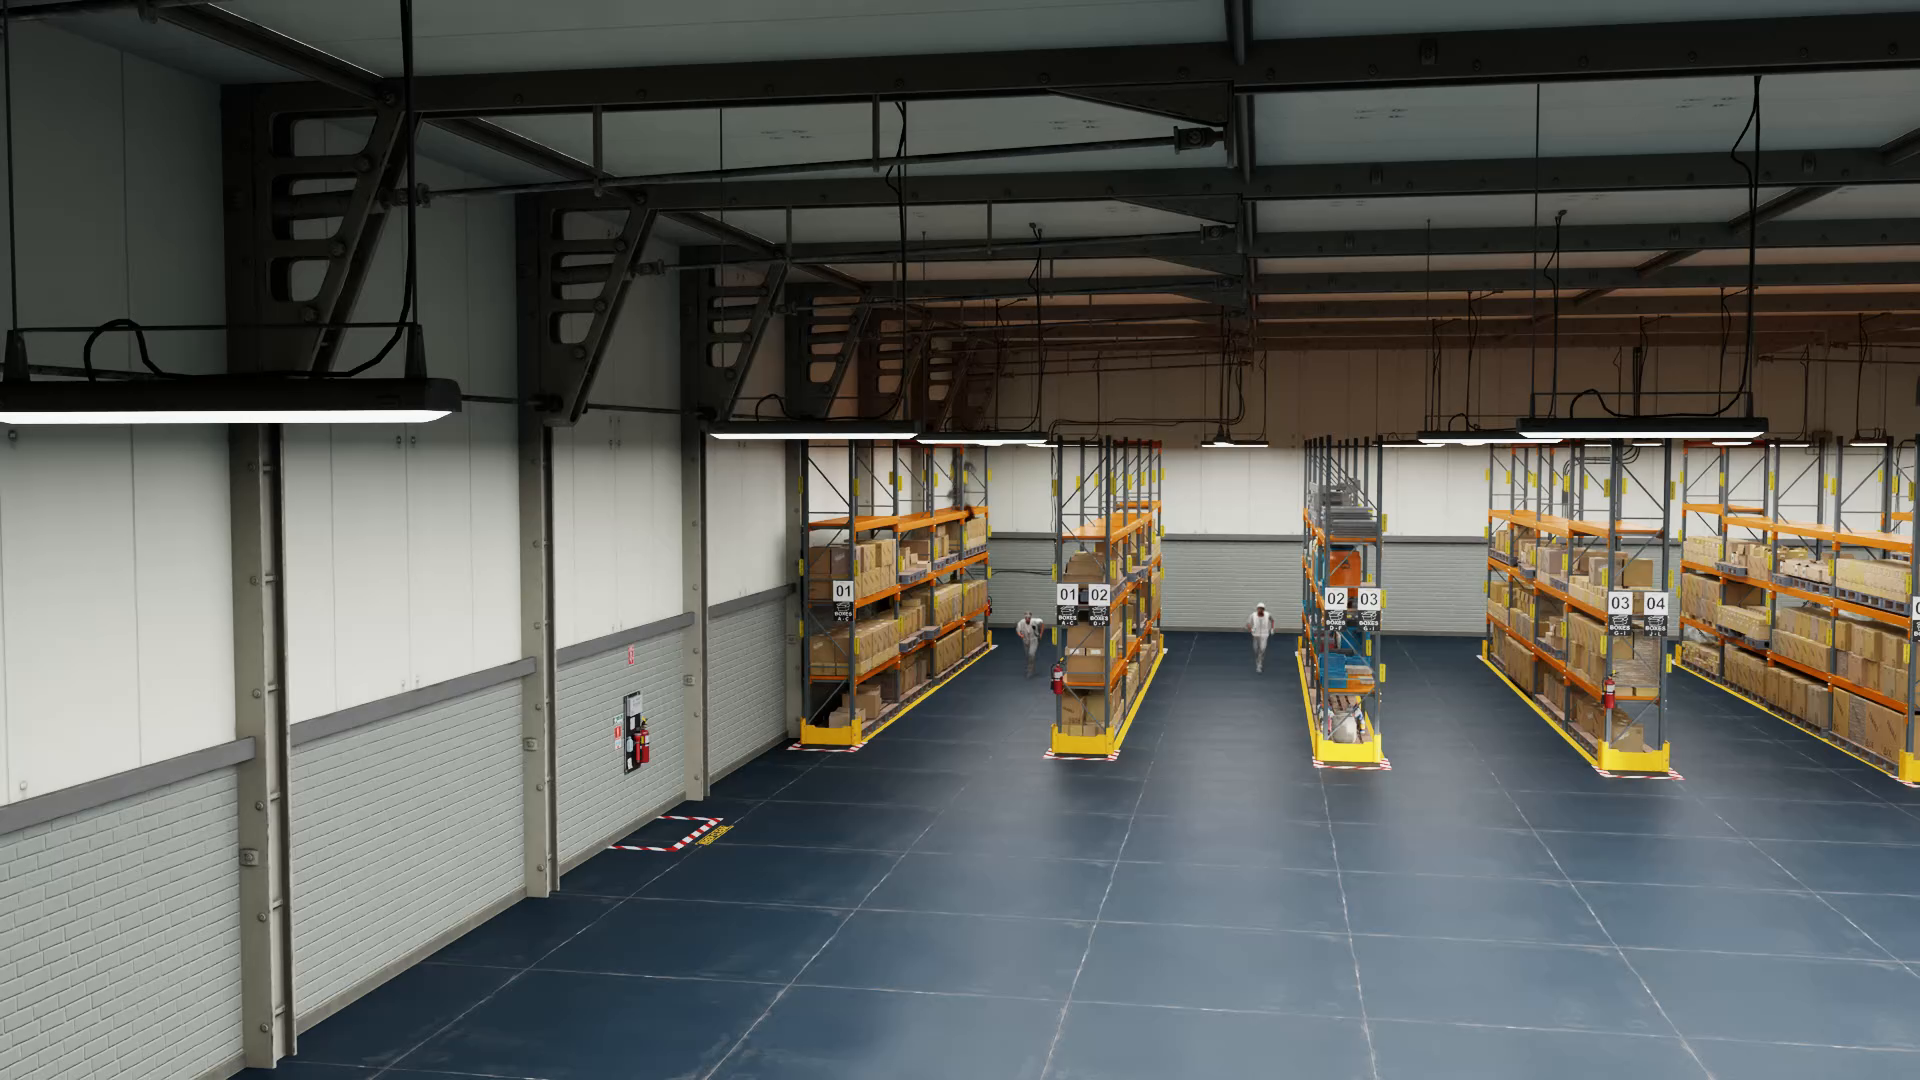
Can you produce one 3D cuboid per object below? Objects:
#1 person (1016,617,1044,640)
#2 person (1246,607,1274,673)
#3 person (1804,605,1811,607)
[{"bbox_3d":[1.752,2.186,42.000,0.707,0.734,0.497,1,3,10],"label":"person"},{"bbox_3d":[7.784,2.522,43.128,0.708,1.735,1.029,1,3,10],"label":"person"},{"bbox_3d":[22.989,1.863,45.115,0.217,0.326,0.284,0,3,-1],"label":"person"}]
